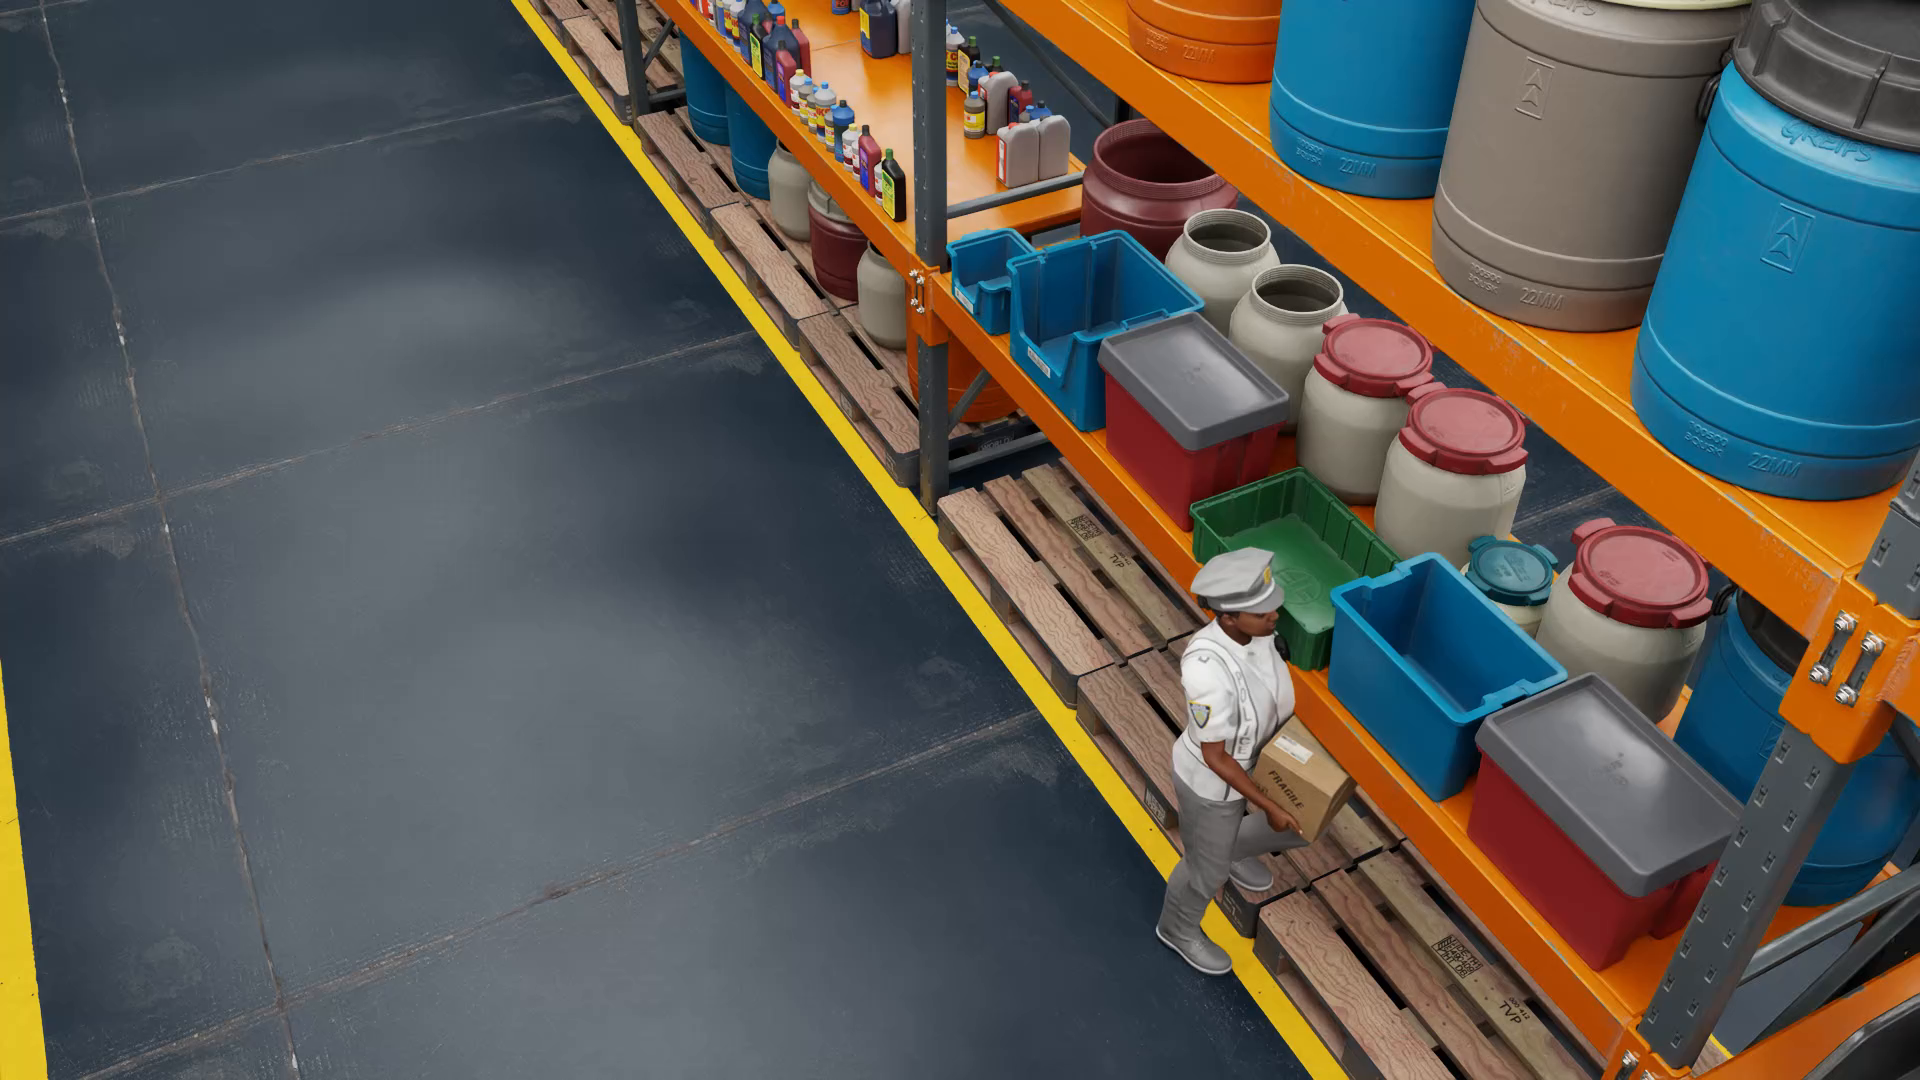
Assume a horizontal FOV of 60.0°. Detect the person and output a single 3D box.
[{"bbox_3d":[0.918,0.746,5.299,0.542,1.687,0.459,28,49,28],"label":"person"}]
